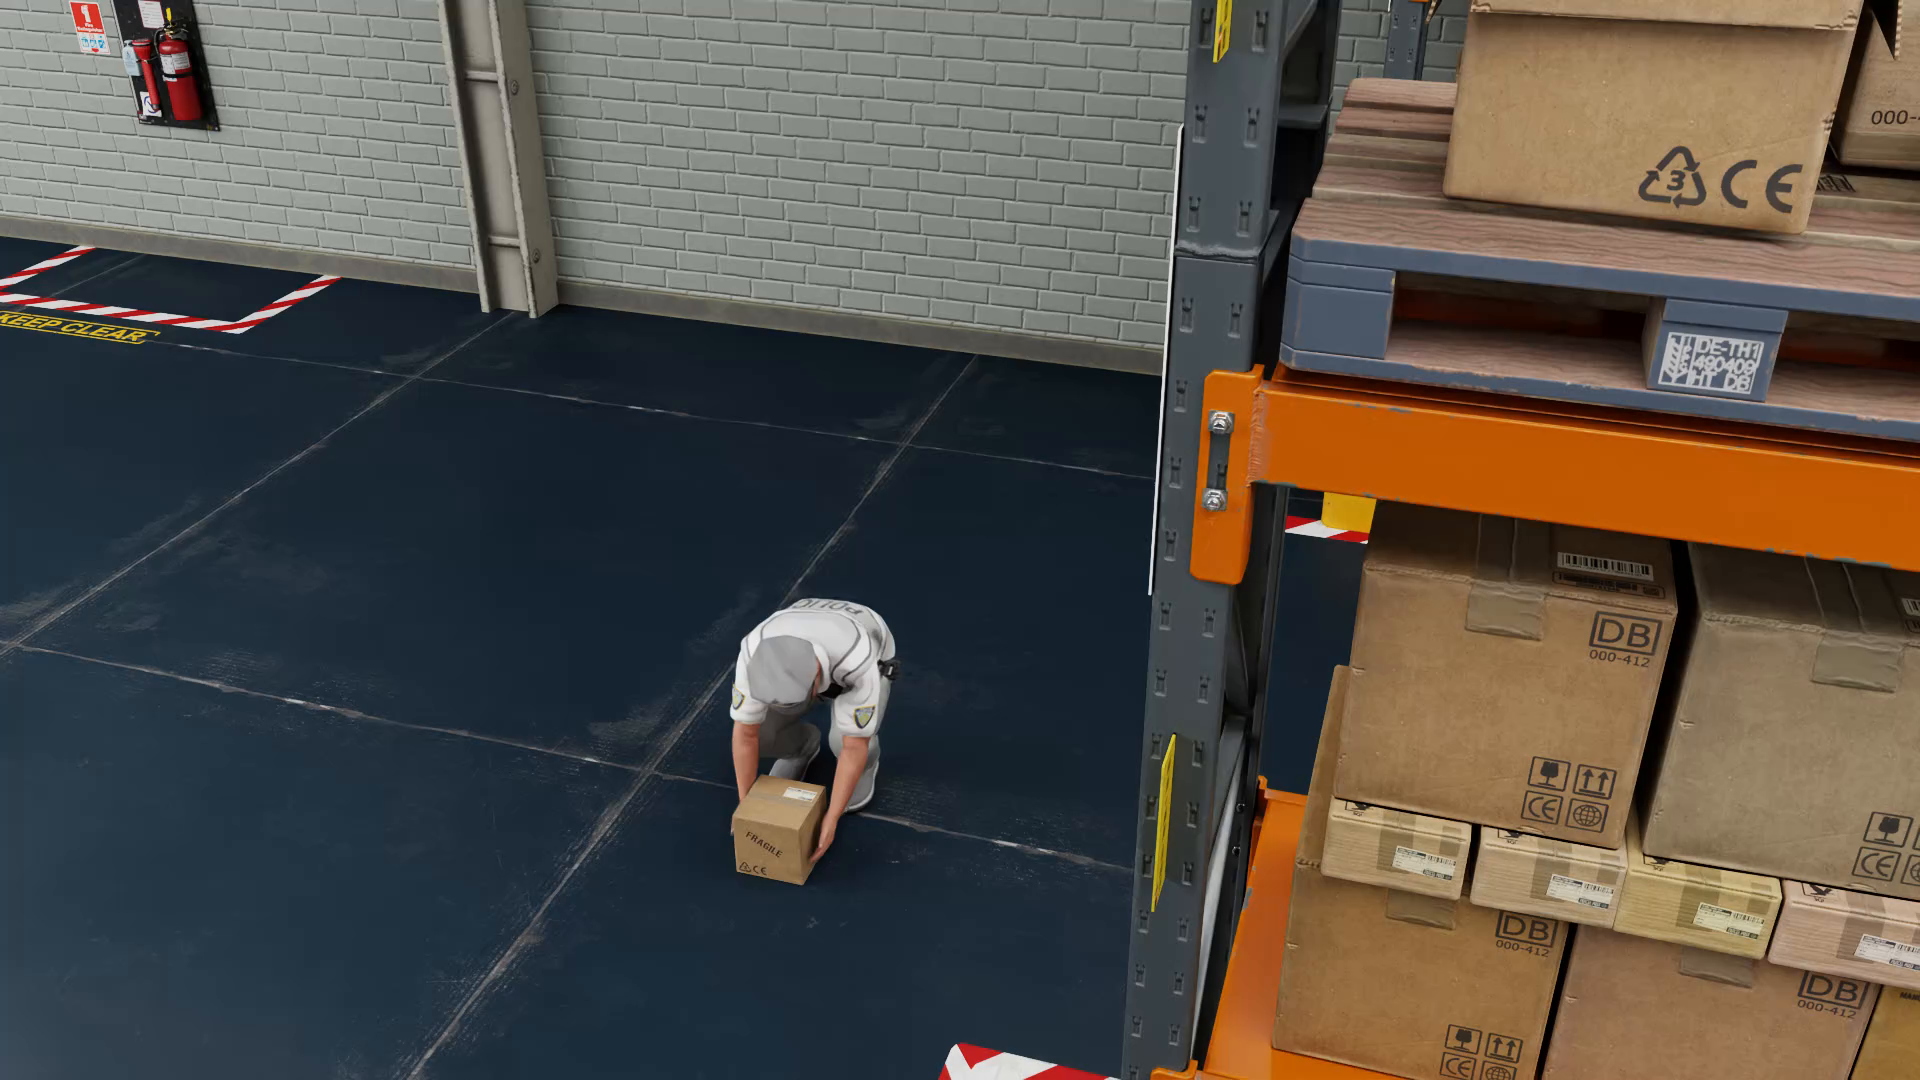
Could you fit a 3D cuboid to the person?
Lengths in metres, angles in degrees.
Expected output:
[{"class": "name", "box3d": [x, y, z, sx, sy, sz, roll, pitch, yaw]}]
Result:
[{"class": "person", "box3d": [-0.519, 0.572, 5.955, 0.562, 0.920, 0.953, 9, 30, 15]}]
